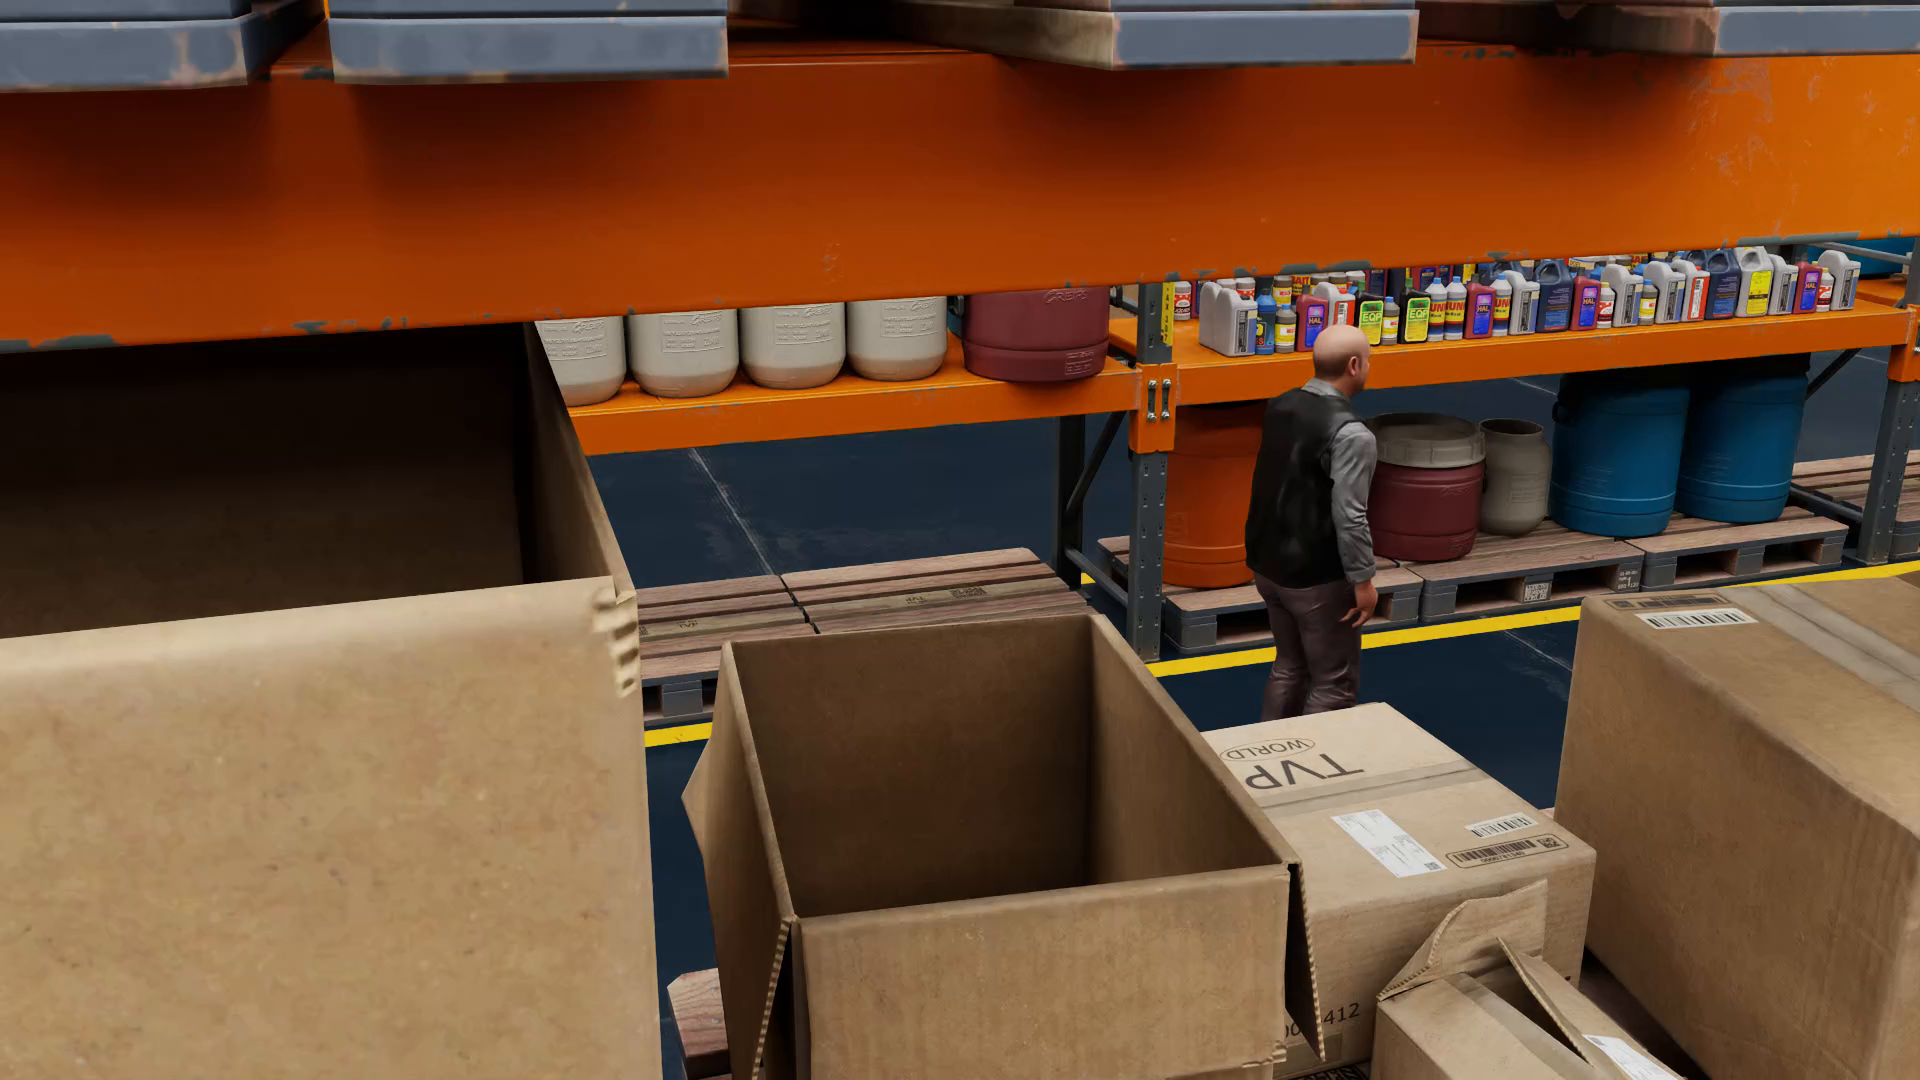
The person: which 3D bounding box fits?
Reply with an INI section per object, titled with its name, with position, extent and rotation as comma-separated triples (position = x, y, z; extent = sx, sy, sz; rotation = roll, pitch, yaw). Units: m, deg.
[person]
position = 1.218, 0.156, 5.807
extent = 0.423, 1.618, 0.594
rotation = -7, 20, -20
